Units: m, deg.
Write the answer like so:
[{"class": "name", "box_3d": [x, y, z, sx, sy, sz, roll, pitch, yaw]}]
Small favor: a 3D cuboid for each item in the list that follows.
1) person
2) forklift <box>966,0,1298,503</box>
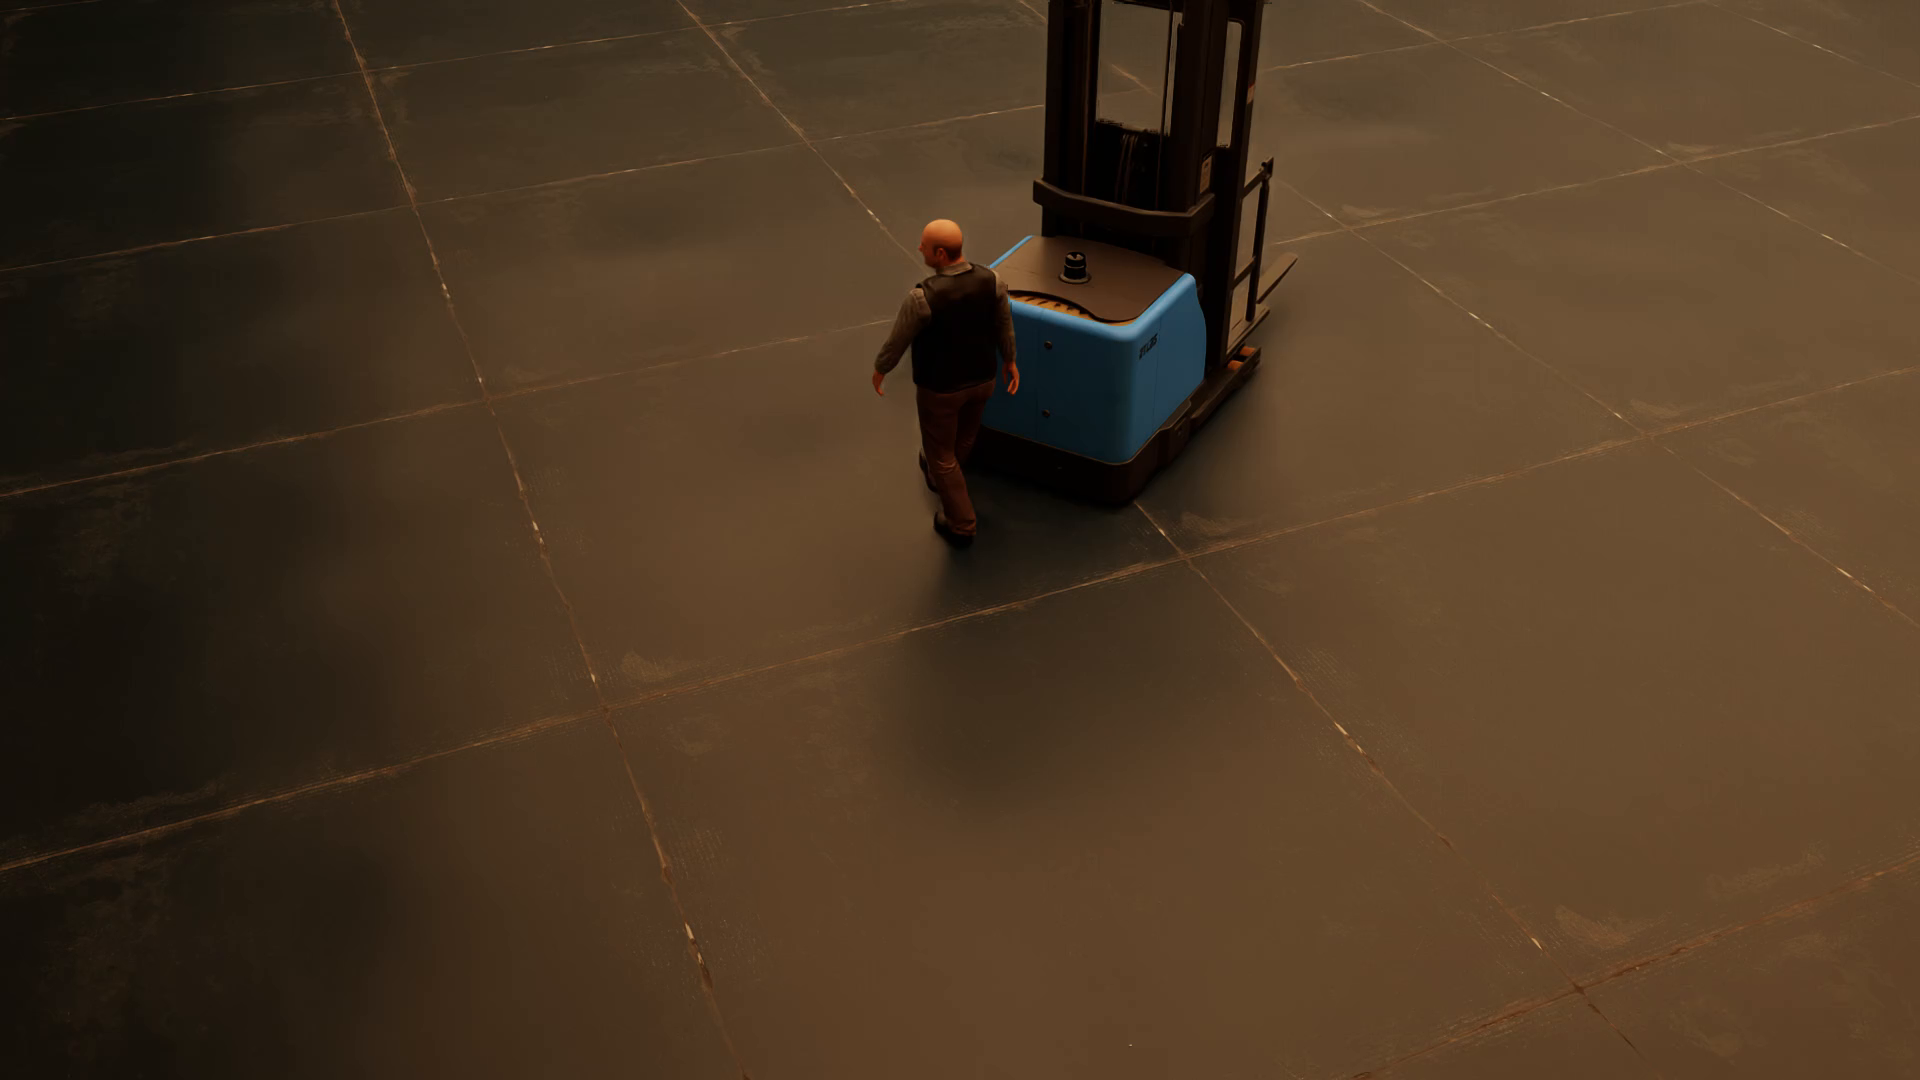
[{"class": "person", "box_3d": [-0.097, -0.862, 8.383, 0.707, 1.693, 0.785, -20, 40, -26]}, {"class": "forklift", "box_3d": [1.157, -2.219, 9.220, 1.130, 2.935, 3.031, 19, 39, 24]}]
